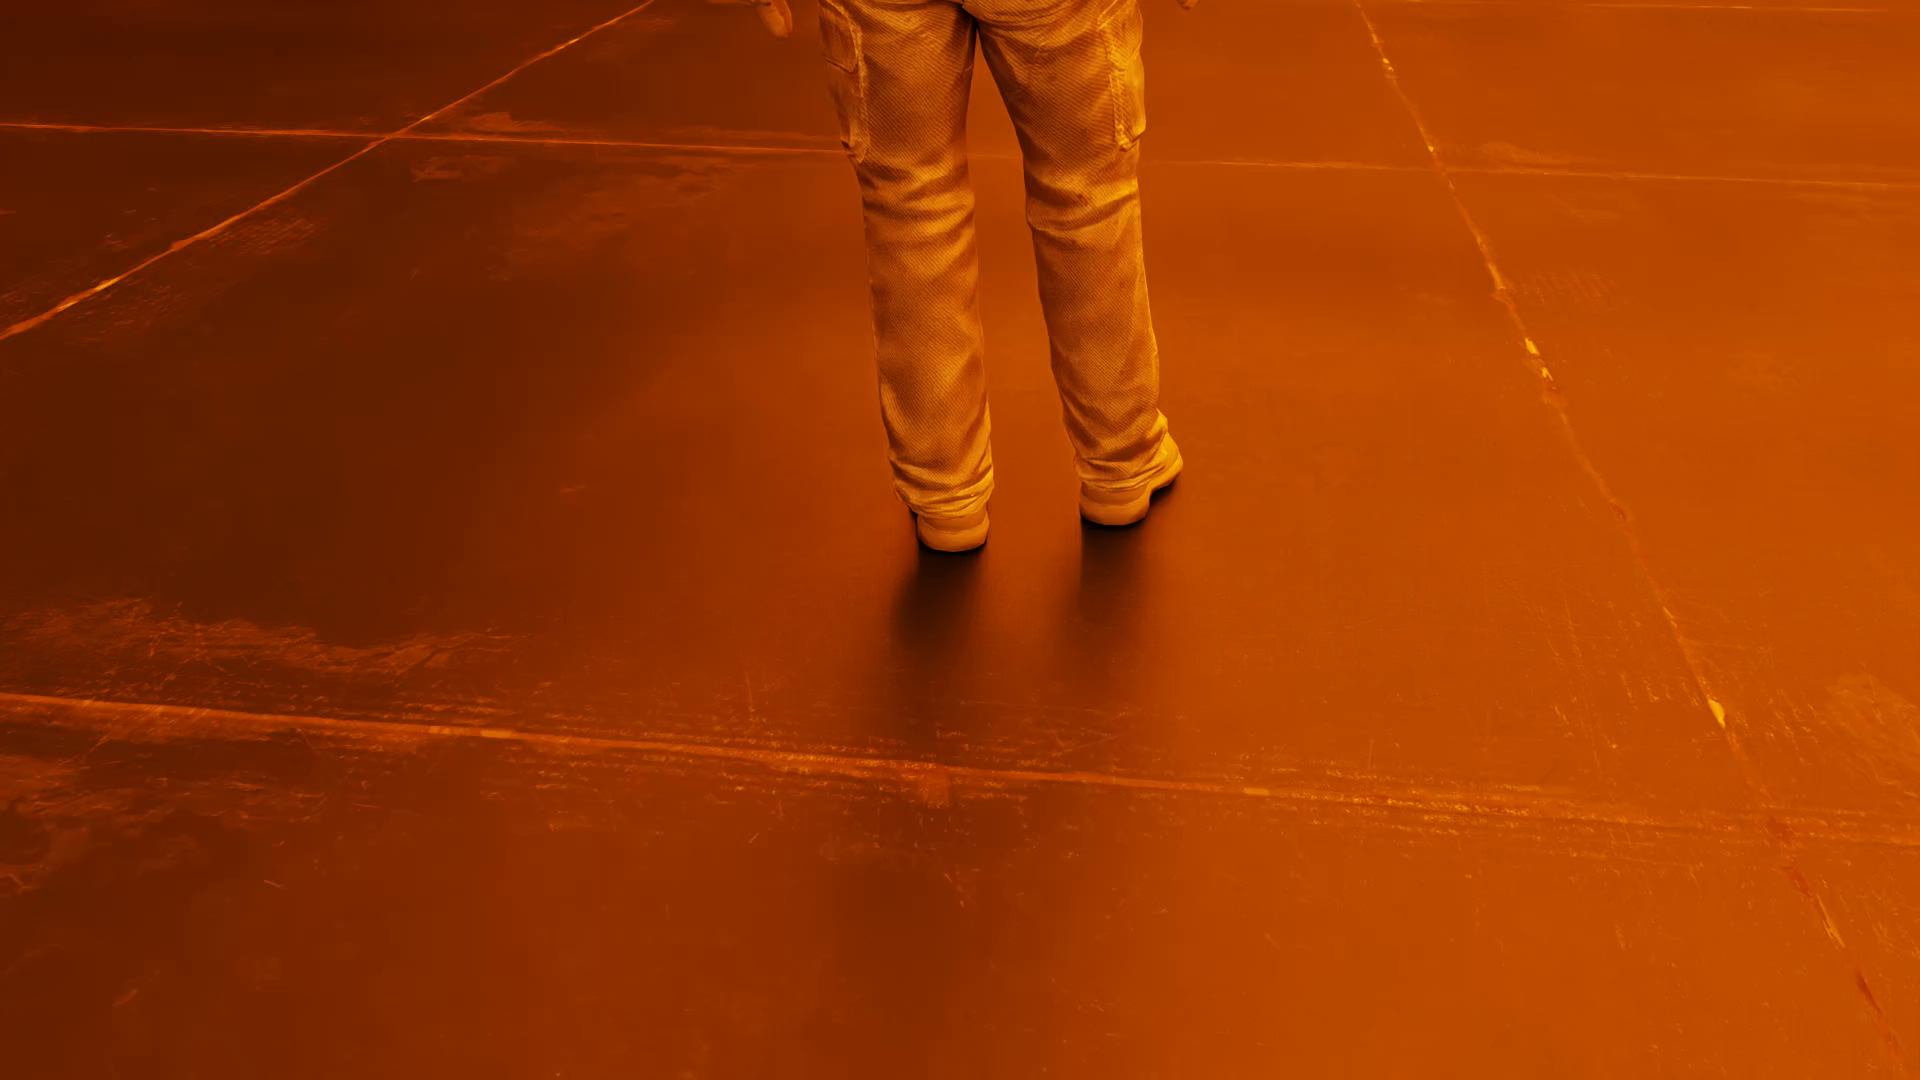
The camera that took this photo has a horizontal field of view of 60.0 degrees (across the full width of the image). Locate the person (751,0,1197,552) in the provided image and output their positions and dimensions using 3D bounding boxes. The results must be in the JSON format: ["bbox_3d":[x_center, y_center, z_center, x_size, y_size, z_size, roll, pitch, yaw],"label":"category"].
[{"bbox_3d":[0.018,-0.836,2.161,0.656,1.782,0.577,3,27,7],"label":"person"}]
